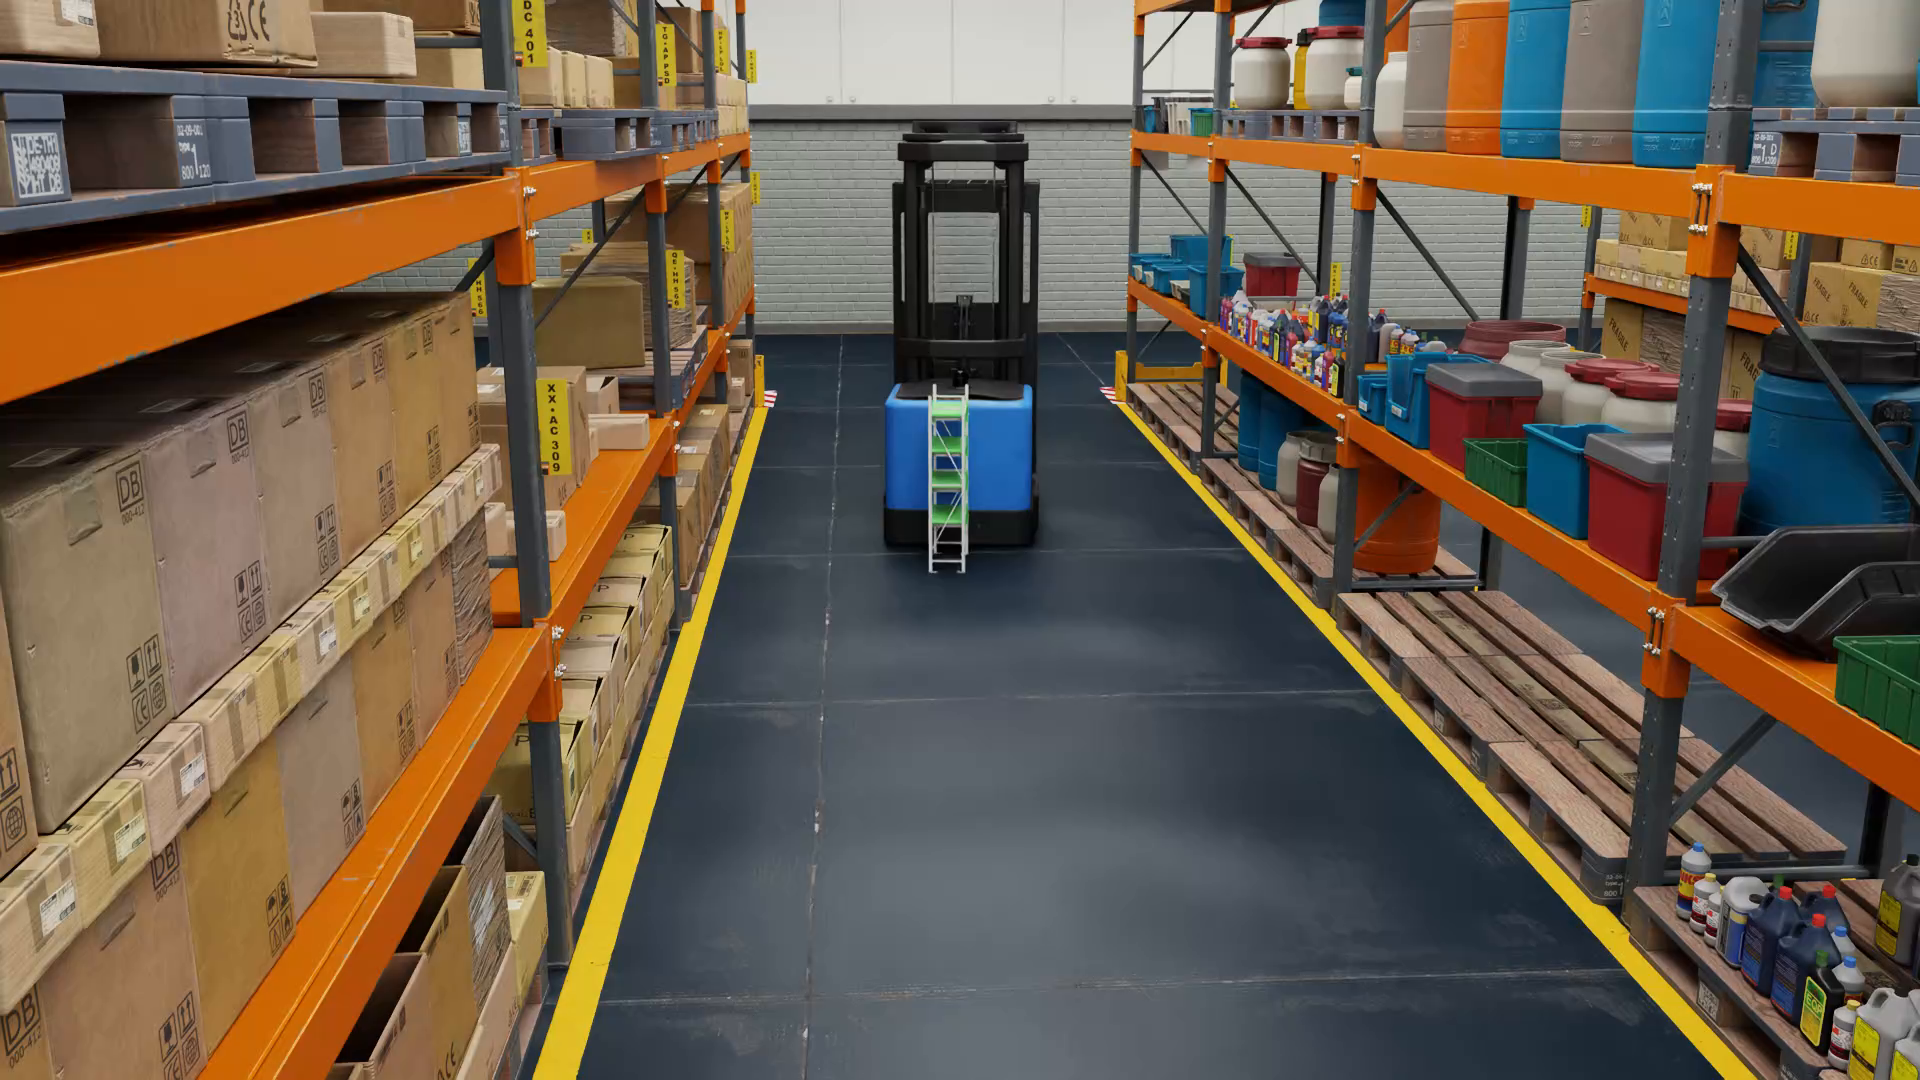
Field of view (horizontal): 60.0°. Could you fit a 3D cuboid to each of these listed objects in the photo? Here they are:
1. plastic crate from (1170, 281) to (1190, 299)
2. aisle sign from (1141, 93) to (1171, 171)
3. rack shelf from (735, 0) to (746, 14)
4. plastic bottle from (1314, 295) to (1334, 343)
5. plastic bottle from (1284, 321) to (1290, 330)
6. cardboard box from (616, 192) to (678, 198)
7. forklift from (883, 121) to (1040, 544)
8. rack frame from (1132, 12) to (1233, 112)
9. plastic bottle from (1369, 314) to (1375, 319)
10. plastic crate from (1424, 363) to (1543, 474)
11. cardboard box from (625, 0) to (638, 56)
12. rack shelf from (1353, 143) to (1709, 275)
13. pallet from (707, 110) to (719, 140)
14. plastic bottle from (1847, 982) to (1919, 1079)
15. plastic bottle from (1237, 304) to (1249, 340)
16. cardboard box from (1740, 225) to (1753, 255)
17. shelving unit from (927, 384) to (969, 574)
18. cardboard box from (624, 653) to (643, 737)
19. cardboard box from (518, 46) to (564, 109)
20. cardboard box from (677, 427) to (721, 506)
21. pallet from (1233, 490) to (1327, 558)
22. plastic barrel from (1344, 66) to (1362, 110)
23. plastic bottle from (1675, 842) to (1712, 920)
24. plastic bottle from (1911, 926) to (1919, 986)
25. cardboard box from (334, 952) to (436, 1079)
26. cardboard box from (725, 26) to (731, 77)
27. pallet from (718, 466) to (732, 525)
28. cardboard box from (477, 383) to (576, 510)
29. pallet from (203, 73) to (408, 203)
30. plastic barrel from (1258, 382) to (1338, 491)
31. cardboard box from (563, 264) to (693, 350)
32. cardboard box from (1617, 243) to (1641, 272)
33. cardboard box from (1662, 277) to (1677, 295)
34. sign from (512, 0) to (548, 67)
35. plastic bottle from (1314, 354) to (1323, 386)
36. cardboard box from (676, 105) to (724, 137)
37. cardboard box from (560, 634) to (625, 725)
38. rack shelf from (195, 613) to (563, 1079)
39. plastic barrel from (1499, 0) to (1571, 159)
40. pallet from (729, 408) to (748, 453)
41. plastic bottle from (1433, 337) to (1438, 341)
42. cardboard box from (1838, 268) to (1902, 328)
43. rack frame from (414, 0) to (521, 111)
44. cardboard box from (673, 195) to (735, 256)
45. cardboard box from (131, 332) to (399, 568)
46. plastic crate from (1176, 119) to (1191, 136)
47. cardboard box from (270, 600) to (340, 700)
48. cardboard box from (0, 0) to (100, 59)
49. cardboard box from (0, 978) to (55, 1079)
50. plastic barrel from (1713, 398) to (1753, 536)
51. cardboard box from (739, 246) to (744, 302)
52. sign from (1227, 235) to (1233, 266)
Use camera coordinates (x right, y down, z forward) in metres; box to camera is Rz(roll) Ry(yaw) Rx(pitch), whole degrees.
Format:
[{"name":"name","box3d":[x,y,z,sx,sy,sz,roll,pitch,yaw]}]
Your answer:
[{"name":"plastic crate","box3d":[2.124,-2.307,15.382,0.293,0.136,0.466,-1,14,-3]},{"name":"aisle sign","box3d":[1.983,-4.244,17.286,0.394,0.787,0.004,-1,14,-3]},{"name":"rack shelf","box3d":[-2.536,-4.954,14.673,1.077,0.370,4.000,-1,14,-3]},{"name":"plastic bottle","box3d":[2.783,-1.682,12.641,0.144,0.351,0.185,-1,14,-3]},{"name":"plastic bottle","box3d":[2.299,-1.384,11.621,0.061,0.283,0.133,-1,14,-3]},{"name":"cardboard box","box3d":[-2.767,-2.809,14.716,0.500,0.500,0.500,-1,14,-3]},{"name":"forklift","box3d":[0.055,-1.700,12.752,1.130,2.935,3.031,1,14,3]},{"name":"rack frame","box3d":[2.284,-5.877,16.810,1.000,3.000,0.127,-1,14,-3]},{"name":"plastic bottle","box3d":[2.956,-1.517,12.150,0.152,0.276,0.135,-1,14,-3]},{"name":"plastic crate","box3d":[2.574,-0.607,8.237,0.402,0.464,0.583,-1,14,-3]},{"name":"cardboard box","box3d":[-2.217,-3.128,9.936,0.500,0.500,0.500,-1,14,-3]},{"name":"rack shelf","box3d":[2.904,-1.589,7.608,1.077,0.370,4.000,-1,14,-3]},{"name":"pallet","box3d":[-2.442,-3.100,12.413,1.213,0.211,1.003,-1,14,-3]},{"name":"plastic bottle","box3d":[2.701,1.442,4.835,0.144,0.351,0.185,-1,14,-4]},{"name":"plastic bottle","box3d":[2.183,-1.674,12.770,0.097,0.271,0.097,0,14,0]},{"name":"cardboard box","box3d":[7.153,-2.723,14.790,0.500,0.500,0.500,-1,14,-3]},{"name":"shelving unit","box3d":[-0.076,-0.419,11.248,0.258,1.200,0.503,1,14,3]},{"name":"cardboard box","box3d":[-1.790,0.730,7.846,0.500,0.250,0.500,-1,14,-2]},{"name":"cardboard box","box3d":[-1.974,-1.972,7.109,0.500,0.250,0.500,-2,15,-8]},{"name":"cardboard box","box3d":[-2.043,-0.538,12.232,0.500,0.500,0.500,-1,14,-3]},{"name":"pallet","box3d":[2.617,-0.130,12.108,1.003,0.211,1.213,-1,14,-3]},{"name":"plastic barrel","box3d":[2.567,-2.836,10.444,0.301,0.262,0.301,0,14,0]},{"name":"plastic bottle","box3d":[2.610,1.207,5.909,0.097,0.271,0.097,0,14,0]},{"name":"plastic bottle","box3d":[3.221,1.330,5.419,0.152,0.276,0.135,-1,14,-3]},{"name":"cardboard box","box3d":[-1.570,1.338,3.977,0.500,0.500,0.500,-1,14,-3]},{"name":"cardboard box","box3d":[-2.612,-4.754,16.258,0.700,0.500,0.500,-1,14,-3]},{"name":"pallet","box3d":[-2.324,-0.349,12.961,1.003,0.211,1.213,-1,14,-3]},{"name":"cardboard box","box3d":[-2.012,-0.407,7.389,0.500,0.500,0.500,-1,14,-3]},{"name":"pallet","box3d":[-1.765,-0.808,3.303,1.003,0.211,1.213,-1,14,-3]},{"name":"plastic barrel","box3d":[2.592,-0.853,12.689,0.600,0.901,0.708,-1,14,-3]},{"name":"cardboard box","box3d":[-2.182,-1.544,10.964,0.700,0.500,0.500,2,15,7]},{"name":"cardboard box","box3d":[7.027,-2.867,16.854,0.500,0.250,0.500,-1,14,-4]},{"name":"cardboard box","box3d":[7.017,-2.451,16.037,0.380,0.149,0.250,-1,14,-5]},{"name":"sign","box3d":[-1.363,-1.662,5.252,0.100,0.325,0.005,-1,14,-3]},{"name":"plastic bottle","box3d":[2.320,-1.091,10.645,0.097,0.201,0.097,0,14,0]},{"name":"cardboard box","box3d":[-2.195,-3.407,13.528,0.500,0.250,0.500,-1,14,-3]},{"name":"cardboard box","box3d":[-1.753,0.585,7.284,0.500,0.311,0.500,-1,14,-5]},{"name":"rack shelf","box3d":[-1.793,0.934,3.821,1.077,0.370,4.000,-1,14,-3]},{"name":"plastic barrel","box3d":[2.698,-2.132,7.265,0.600,0.901,0.708,-1,14,-3]},{"name":"pallet","box3d":[-2.532,-1.026,15.591,1.003,0.211,1.213,-1,14,-3]},{"name":"plastic bottle","box3d":[3.084,-1.188,10.857,0.061,0.283,0.133,-1,14,-3]},{"name":"cardboard box","box3d":[7.286,-1.859,13.031,0.500,0.500,0.500,-1,14,-3]},{"name":"rack frame","box3d":[-1.917,-2.817,4.917,1.000,3.000,0.127,-1,14,-3]},{"name":"cardboard box","box3d":[-2.193,-2.684,14.232,0.500,0.500,0.500,-1,14,-5]},{"name":"cardboard box","box3d":[-1.820,-0.228,4.090,0.700,0.500,0.500,-1,14,-3]},{"name":"plastic crate","box3d":[2.073,-3.613,14.557,0.293,0.136,0.466,-1,14,-3]},{"name":"cardboard box","box3d":[-1.572,0.237,3.583,0.380,0.149,0.250,-1,14,-3]},{"name":"cardboard box","box3d":[-1.566,-0.815,2.534,0.380,0.149,0.250,-1,14,-3]},{"name":"cardboard box","box3d":[-1.685,0.918,2.238,0.700,0.500,0.500,-1,14,-3]},{"name":"plastic barrel","box3d":[3.187,-0.295,6.880,0.433,0.535,0.433,0,14,0]},{"name":"cardboard box","box3d":[-2.268,-2.459,15.364,0.500,0.500,0.500,-1,14,-4]},{"name":"sign","box3d":[2.832,-3.064,17.586,0.100,0.325,0.005,-1,14,-3]}]
